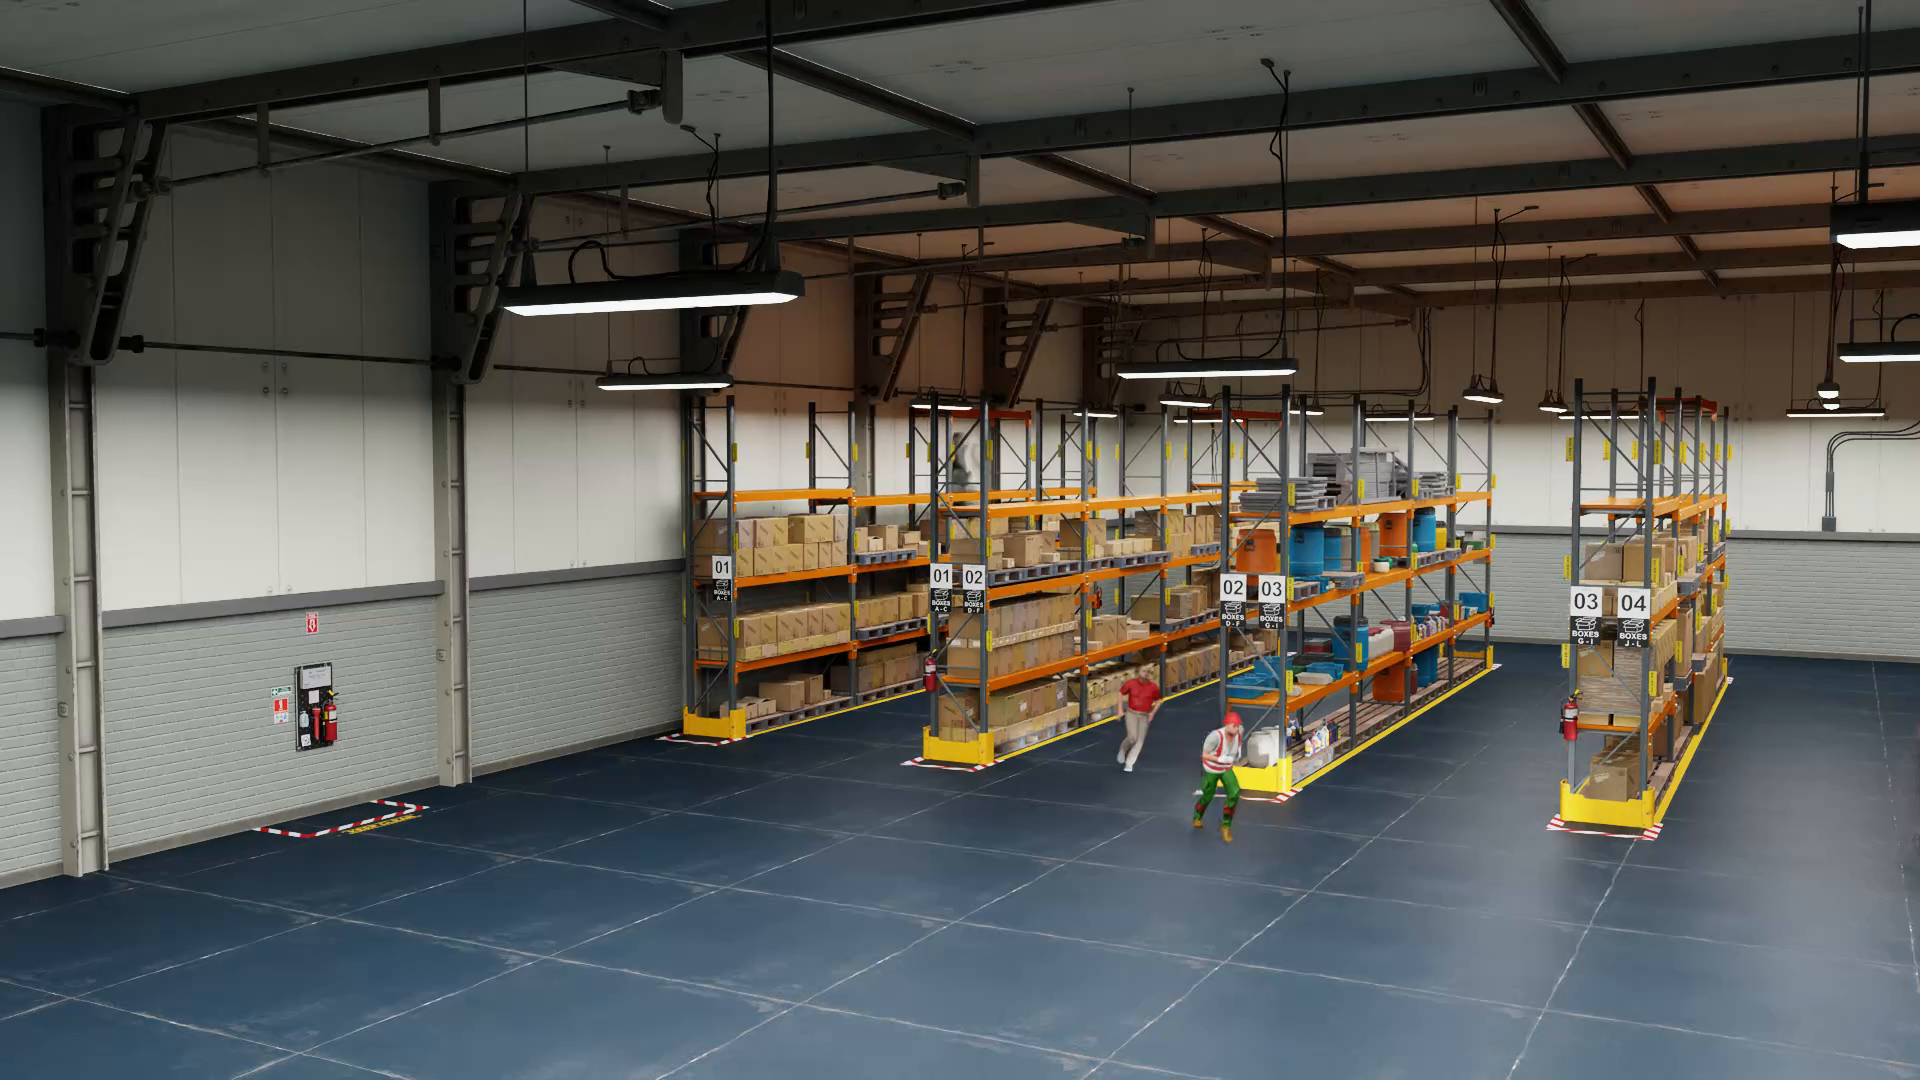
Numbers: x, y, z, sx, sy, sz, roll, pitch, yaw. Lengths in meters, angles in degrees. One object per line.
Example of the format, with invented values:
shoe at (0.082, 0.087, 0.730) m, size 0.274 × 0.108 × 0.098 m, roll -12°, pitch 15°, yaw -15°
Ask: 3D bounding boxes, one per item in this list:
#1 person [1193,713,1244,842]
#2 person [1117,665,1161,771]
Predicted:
person at (3.363, 3.052, 21.634) m, size 0.707 × 1.715 × 1.020 m, roll -1°, pitch 3°, yaw -24°
person at (2.833, 2.800, 26.136) m, size 0.701 × 1.650 × 0.535 m, roll 0°, pitch 3°, yaw -5°
